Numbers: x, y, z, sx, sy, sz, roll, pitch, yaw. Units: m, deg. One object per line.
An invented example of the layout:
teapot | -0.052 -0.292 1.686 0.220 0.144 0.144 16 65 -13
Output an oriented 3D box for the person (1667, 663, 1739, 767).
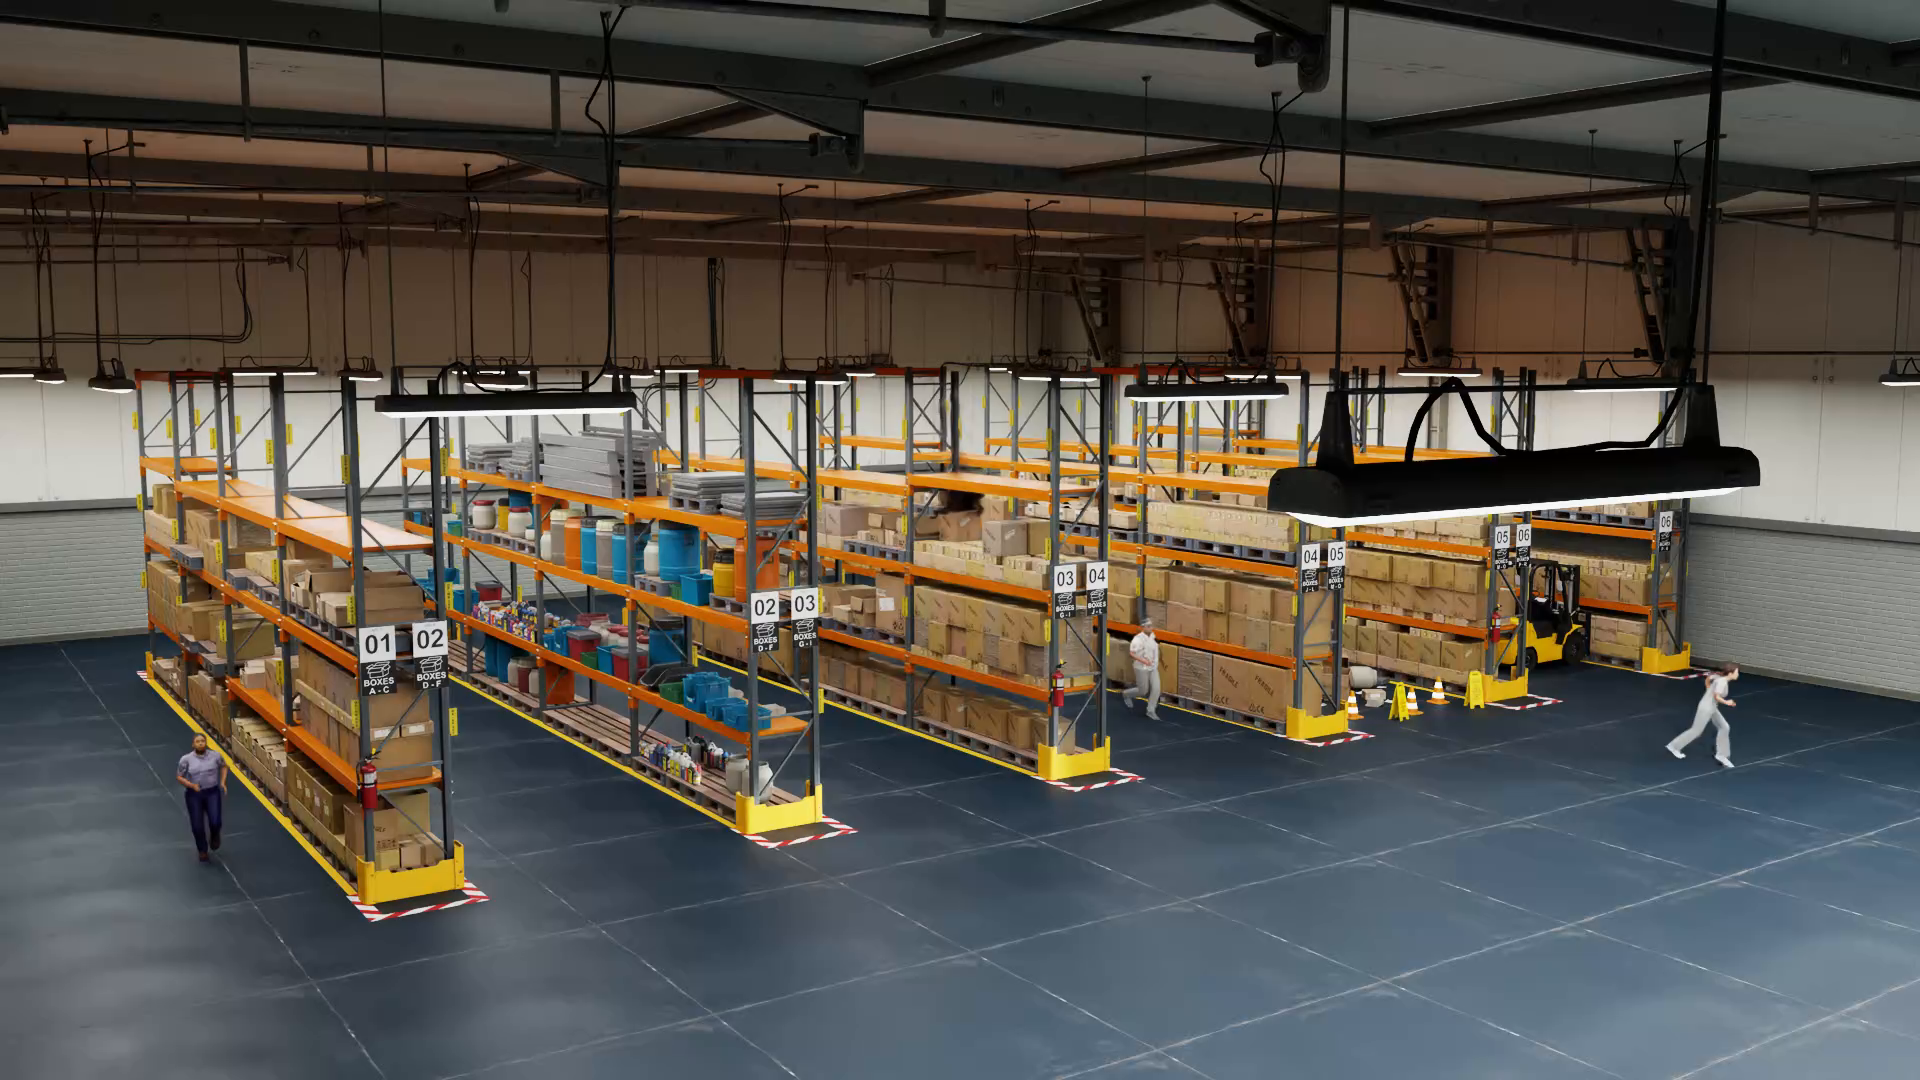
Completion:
person | 11.451 2.676 25.649 0.961 1.626 0.606 2 7 21

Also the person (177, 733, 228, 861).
person | -9.416 3.203 20.723 0.599 1.608 0.531 -3 7 -28

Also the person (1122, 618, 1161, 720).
person | 3.200 2.223 28.946 0.673 1.790 0.814 -5 8 -38

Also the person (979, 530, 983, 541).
person | 0.636 0.450 44.888 0.523 1.659 0.708 1 6 5
